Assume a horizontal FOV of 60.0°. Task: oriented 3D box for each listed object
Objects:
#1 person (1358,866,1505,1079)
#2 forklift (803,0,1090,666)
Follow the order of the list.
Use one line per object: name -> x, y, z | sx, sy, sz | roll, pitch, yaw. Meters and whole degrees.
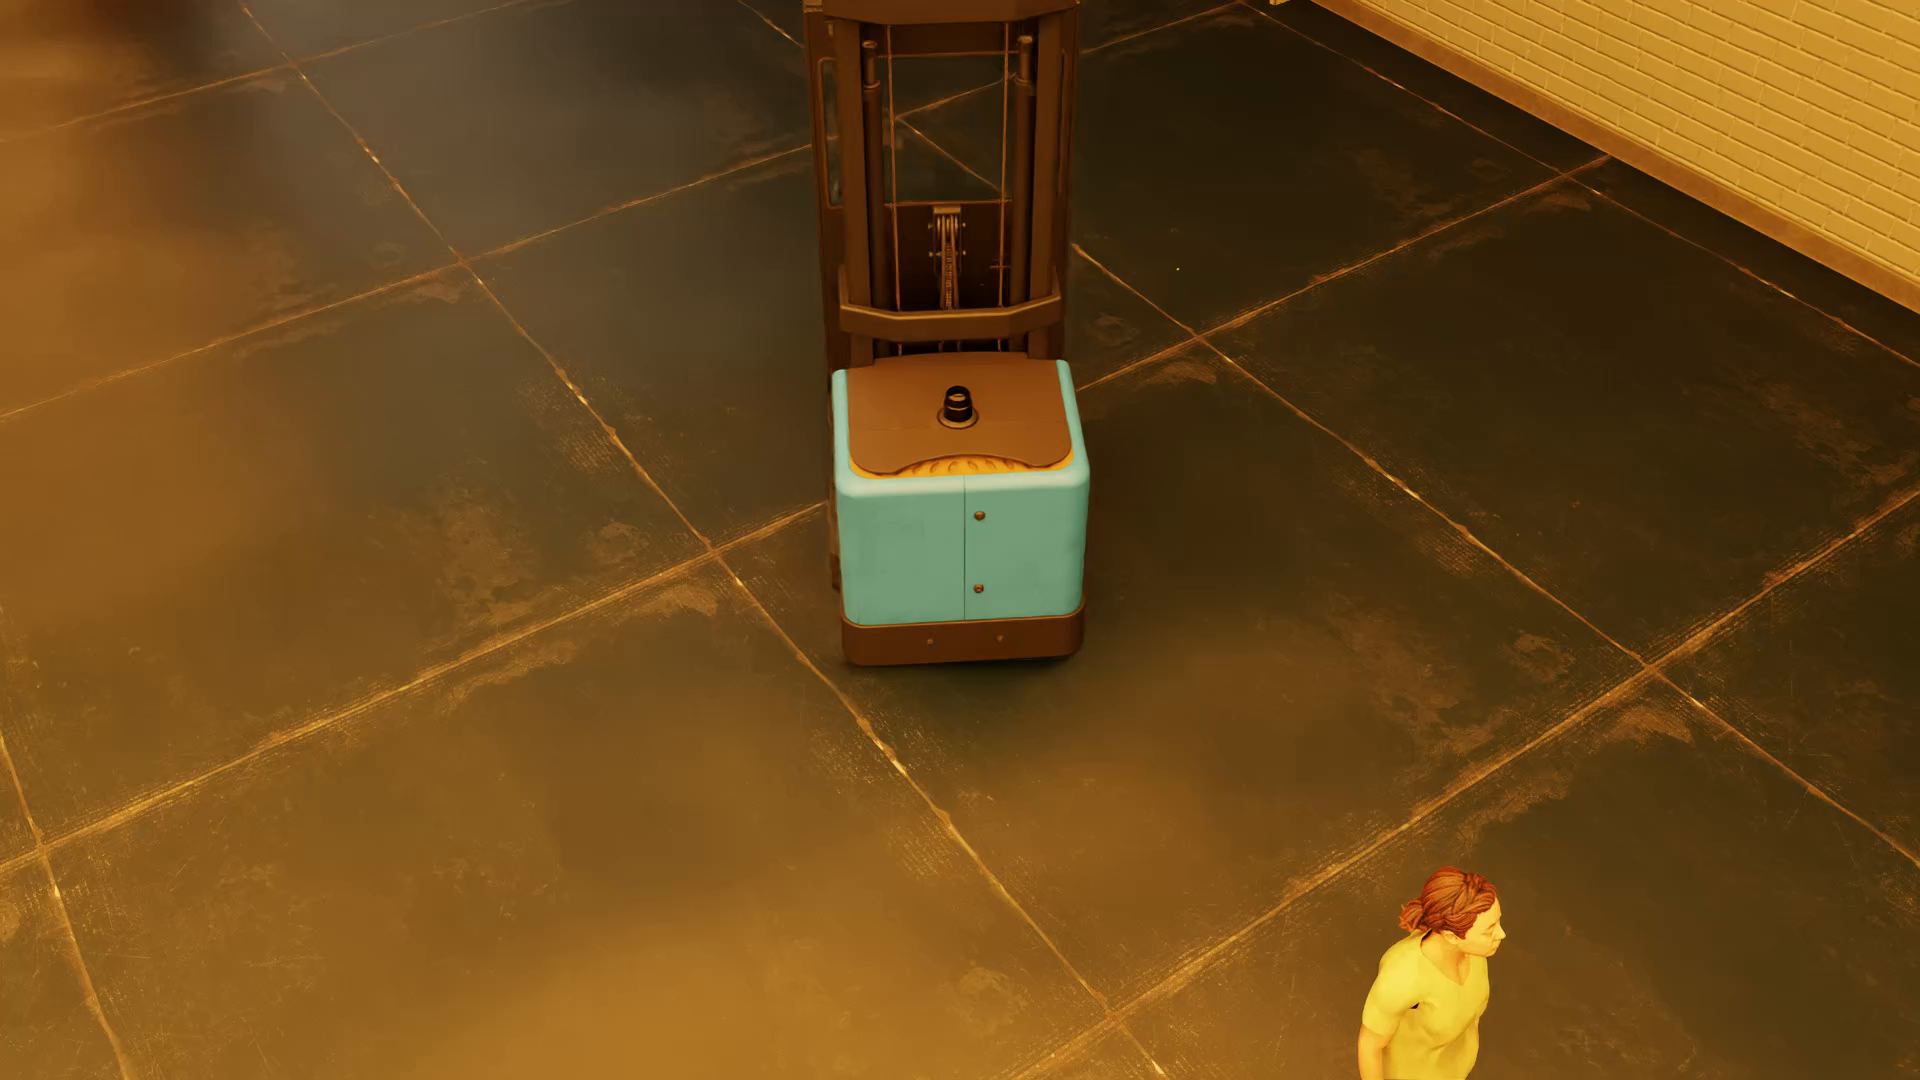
person -> 1.404, 1.602, 4.892 | 0.553, 1.675, 0.549 | -34, 52, -31
forklift -> -0.091, -1.524, 7.369 | 1.130, 2.935, 3.031 | -3, 43, -3
